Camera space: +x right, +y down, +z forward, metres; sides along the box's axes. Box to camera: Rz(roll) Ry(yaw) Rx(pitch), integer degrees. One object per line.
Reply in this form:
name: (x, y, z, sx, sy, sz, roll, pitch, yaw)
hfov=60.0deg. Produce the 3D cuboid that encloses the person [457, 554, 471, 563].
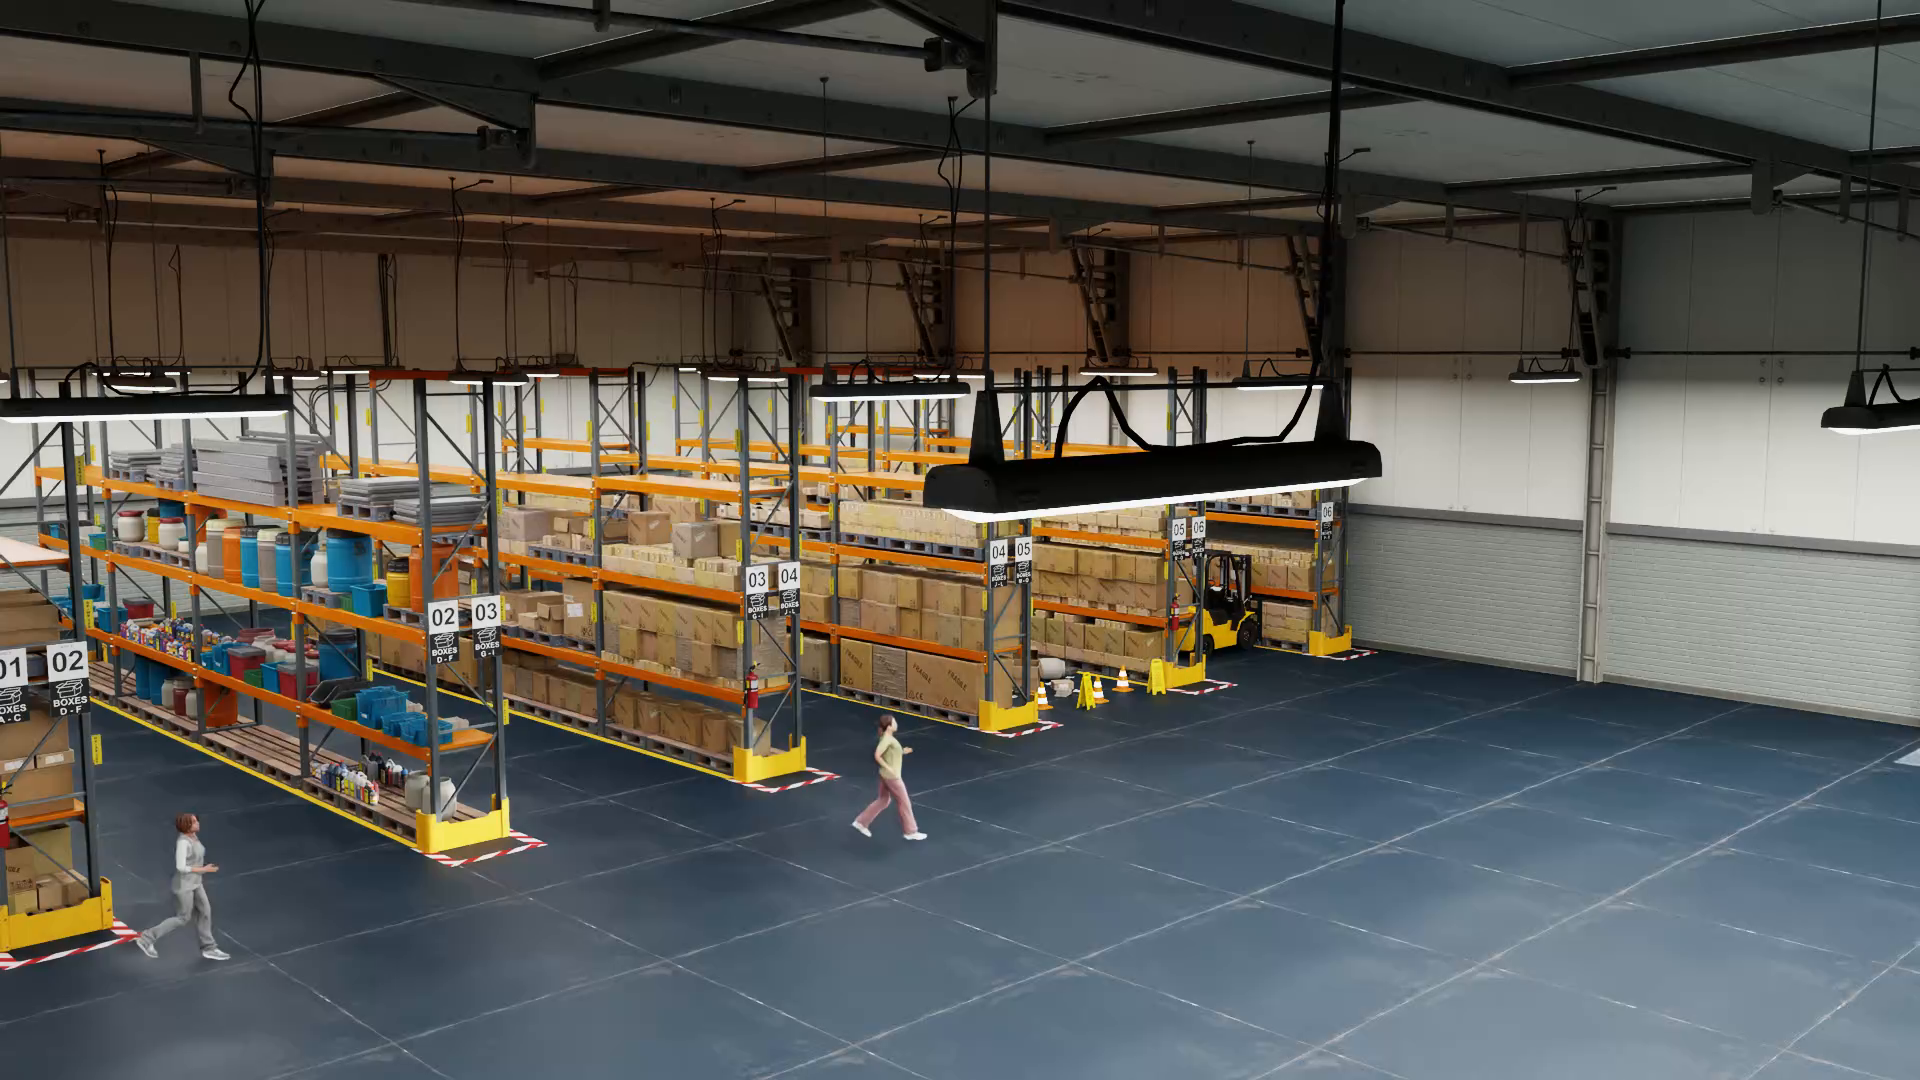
person: (-11.704, 1.090, 38.787, 0.774, 1.725, 0.972, 0, 6, 3)

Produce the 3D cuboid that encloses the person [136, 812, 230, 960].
person: (-8.067, 3.607, 17.239, 0.859, 1.599, 0.550, -1, 7, -12)

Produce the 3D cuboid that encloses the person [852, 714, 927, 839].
person: (-0.913, 3.060, 21.449, 0.969, 1.655, 0.574, -2, 7, -16)
